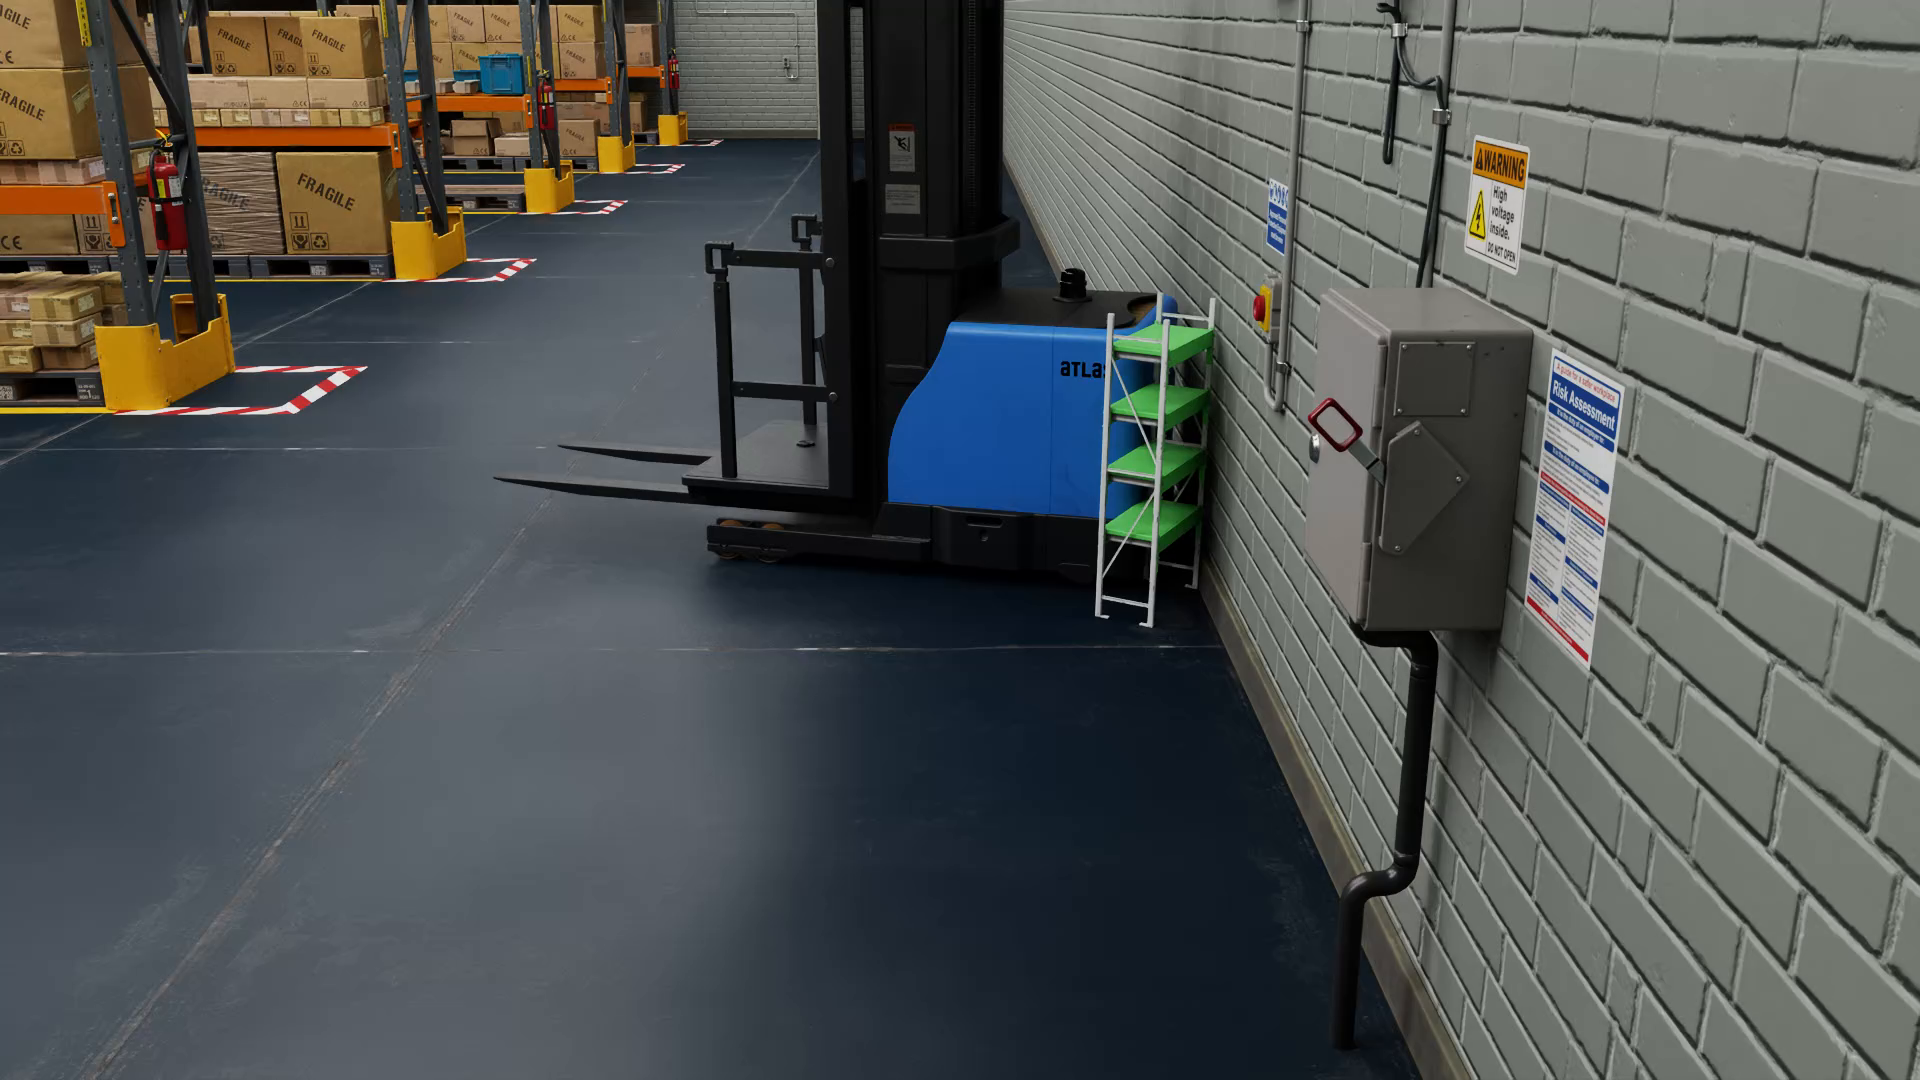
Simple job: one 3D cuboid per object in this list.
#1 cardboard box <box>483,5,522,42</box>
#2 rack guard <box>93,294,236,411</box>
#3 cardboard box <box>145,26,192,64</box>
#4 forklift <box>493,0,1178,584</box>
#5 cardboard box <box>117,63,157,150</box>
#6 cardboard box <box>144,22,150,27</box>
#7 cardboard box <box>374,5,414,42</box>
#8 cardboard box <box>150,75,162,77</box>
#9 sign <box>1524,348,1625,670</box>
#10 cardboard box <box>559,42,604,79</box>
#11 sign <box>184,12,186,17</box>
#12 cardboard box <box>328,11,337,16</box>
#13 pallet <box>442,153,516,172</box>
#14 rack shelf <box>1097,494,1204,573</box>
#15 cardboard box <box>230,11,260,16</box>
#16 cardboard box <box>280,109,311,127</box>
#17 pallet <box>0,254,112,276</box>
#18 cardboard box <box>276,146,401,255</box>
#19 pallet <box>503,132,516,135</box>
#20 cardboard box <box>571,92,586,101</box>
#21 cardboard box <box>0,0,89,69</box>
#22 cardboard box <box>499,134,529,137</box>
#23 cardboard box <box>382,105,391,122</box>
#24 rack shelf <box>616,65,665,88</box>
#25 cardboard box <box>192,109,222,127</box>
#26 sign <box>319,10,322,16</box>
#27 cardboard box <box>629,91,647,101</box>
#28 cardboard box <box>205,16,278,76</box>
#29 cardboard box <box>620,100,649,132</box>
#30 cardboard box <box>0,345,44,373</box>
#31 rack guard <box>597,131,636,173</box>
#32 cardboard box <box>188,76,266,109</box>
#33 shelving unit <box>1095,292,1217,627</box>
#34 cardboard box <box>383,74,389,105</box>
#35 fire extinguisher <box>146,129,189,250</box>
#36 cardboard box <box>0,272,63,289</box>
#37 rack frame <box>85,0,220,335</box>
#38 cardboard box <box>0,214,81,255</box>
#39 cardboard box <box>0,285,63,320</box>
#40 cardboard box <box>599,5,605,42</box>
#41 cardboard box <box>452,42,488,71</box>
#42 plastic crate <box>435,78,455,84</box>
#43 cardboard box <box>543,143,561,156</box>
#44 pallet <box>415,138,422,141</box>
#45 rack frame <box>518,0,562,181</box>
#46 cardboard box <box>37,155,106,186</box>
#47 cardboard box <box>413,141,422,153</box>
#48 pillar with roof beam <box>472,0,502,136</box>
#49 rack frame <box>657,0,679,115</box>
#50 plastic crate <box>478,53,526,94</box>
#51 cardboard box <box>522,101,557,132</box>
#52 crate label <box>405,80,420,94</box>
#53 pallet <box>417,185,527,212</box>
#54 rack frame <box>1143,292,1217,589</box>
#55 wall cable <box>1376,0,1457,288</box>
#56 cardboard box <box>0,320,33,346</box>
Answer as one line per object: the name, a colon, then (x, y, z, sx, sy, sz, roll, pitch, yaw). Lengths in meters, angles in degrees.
cardboard box: (-6.445, -7.348, 23.667, 0.500, 0.500, 0.500, 0, 18, 1)
rack guard: (-4.927, -1.186, 10.350, 0.348, 0.500, 1.175, 0, 18, -1)
cardboard box: (-11.434, -7.110, 23.874, 0.500, 0.500, 0.700, 3, 18, 10)
forklift: (-0.600, -1.446, 7.183, 3.031, 2.935, 1.130, 5, 18, 15)
cardboard box: (-5.304, -2.648, 10.165, 0.500, 0.500, 0.500, 1, 18, 2)
cardboard box: (-14.090, -8.632, 28.587, 0.500, 0.500, 0.700, -2, 18, -6)
cardboard box: (-7.989, -7.341, 23.644, 0.500, 0.500, 0.500, -1, 18, -3)
cardboard box: (-7.362, -4.031, 14.885, 0.500, 0.250, 0.500, 0, 18, 0)
sign: (1.068, -0.062, 2.910, 0.001, 0.494, 0.329, 0, 18, -1)
cardboard box: (-5.424, -6.880, 23.843, 0.500, 0.500, 0.500, 0, 18, 1)
sign: (-13.043, -8.739, 28.039, 0.005, 0.325, 0.100, 0, 18, -1)
cardboard box: (-10.546, -8.884, 28.346, 0.500, 0.250, 0.500, 0, 18, 0)
pallet: (-7.070, -5.580, 24.521, 1.213, 0.211, 1.003, 0, 18, -1)
rack shelf: (0.759, -0.031, 6.586, 0.258, 0.148, 0.480, 11, 21, 26)
cardboard box: (-12.066, -8.874, 28.313, 0.500, 0.250, 0.500, -1, 18, -2)
cardboard box: (-5.691, -3.667, 14.404, 0.250, 0.149, 0.380, 0, 18, -1)
pallet: (-8.066, -2.524, 14.996, 1.213, 0.211, 1.003, 0, 18, -1)
cardboard box: (-5.467, -3.052, 14.867, 0.875, 0.875, 0.875, 0, 18, -1)
pallet: (-8.300, -7.063, 29.144, 1.213, 0.211, 1.003, 0, 18, -1)
cardboard box: (-6.650, -7.771, 29.130, 0.250, 0.149, 0.380, 0, 18, 0)
cardboard box: (-5.304, -2.963, 9.512, 0.500, 0.500, 0.500, -1, 18, -2)
cardboard box: (-6.529, -5.897, 24.724, 0.500, 0.250, 0.500, 0, 18, -1)
cardboard box: (-5.188, -3.871, 15.040, 0.250, 0.149, 0.380, 0, 18, 0)
rack shelf: (-7.062, -8.078, 28.921, 4.000, 0.370, 1.077, 0, 18, -1)
cardboard box: (-6.459, -3.663, 14.391, 0.250, 0.149, 0.380, 0, 18, -1)
sign: (-8.968, -7.280, 23.359, 0.005, 0.325, 0.100, 0, 18, -1)
cardboard box: (-5.639, -7.776, 29.146, 0.250, 0.149, 0.380, 0, 18, 0)
cardboard box: (-6.330, -4.392, 14.785, 0.500, 0.500, 0.500, -1, 18, -2)
cardboard box: (-5.761, -7.406, 29.053, 0.500, 0.500, 0.700, 0, 18, -1)
cardboard box: (-5.629, -1.120, 10.034, 0.250, 0.149, 0.380, 0, 18, 1)
rack guard: (-5.057, -5.727, 24.505, 0.348, 0.500, 1.175, 0, 18, -1)
cardboard box: (-6.324, -3.874, 14.395, 0.500, 0.250, 0.500, -1, 18, -3)
shelving unit: (0.763, -0.319, 6.487, 0.258, 1.200, 0.503, 11, 21, 26)
cardboard box: (-5.312, -4.042, 14.920, 0.500, 0.250, 0.500, -1, 18, -2)
fire extinguisher: (-4.592, -2.022, 9.602, 0.183, 0.674, 0.296, 0, 18, -1)
cardboard box: (-5.908, -1.603, 10.565, 0.250, 0.149, 0.380, 0, 18, -1)
rack frame: (-4.851, -2.376, 9.969, 0.127, 3.000, 1.000, 0, 18, -1)
cardboard box: (-8.166, -3.039, 14.827, 0.875, 0.875, 0.875, 0, 18, -1)
cardboard box: (-5.628, -1.438, 10.051, 0.250, 0.149, 0.380, 0, 18, 0)
cardboard box: (-5.428, -7.519, 24.201, 0.500, 0.500, 0.500, 0, 18, 1)
cardboard box: (-6.946, -6.873, 23.823, 0.500, 0.500, 0.500, -1, 18, -2)
plastic crate: (-6.158, -5.427, 19.813, 0.298, 0.136, 0.250, 0, 18, -1)
cardboard box: (-5.927, -5.725, 24.327, 0.250, 0.166, 0.380, 0, 18, -1)
pallet: (-9.832, -7.056, 29.123, 1.213, 0.211, 1.003, 0, 18, -1)
rack frame: (-4.906, -5.404, 19.409, 0.127, 3.000, 1.000, 0, 18, -1)
cardboard box: (-5.172, -2.169, 9.733, 0.250, 0.149, 0.380, 0, 18, -1)
cardboard box: (-8.041, -5.859, 24.774, 0.250, 0.149, 0.380, 0, 18, -1)
pillar with roof beam: (-8.308, -10.220, 24.600, 0.400, 9.000, 9.100, 0, 18, -1)
rack frame: (-5.062, -8.430, 28.841, 0.127, 3.000, 1.000, 0, 18, -1)
plastic crate: (-5.238, -5.391, 19.211, 0.499, 0.435, 0.616, 0, 18, -1)
cardboard box: (-7.297, -7.396, 29.022, 0.500, 0.500, 0.700, 0, 18, 0)
crate label: (-6.287, -5.242, 19.237, 0.243, 0.136, 0.396, 0, 18, -1)
pallet: (-5.731, -4.084, 19.859, 1.213, 0.211, 1.003, 0, 18, -1)
rack frame: (0.879, -0.387, 6.691, 0.240, 1.200, 0.015, 11, 21, 26)
wall cable: (1.000, -0.950, 3.859, 0.122, 1.984, 0.588, 0, 18, -1)
cardboard box: (-5.636, -1.286, 10.063, 0.250, 0.149, 0.380, -1, 18, -2)
